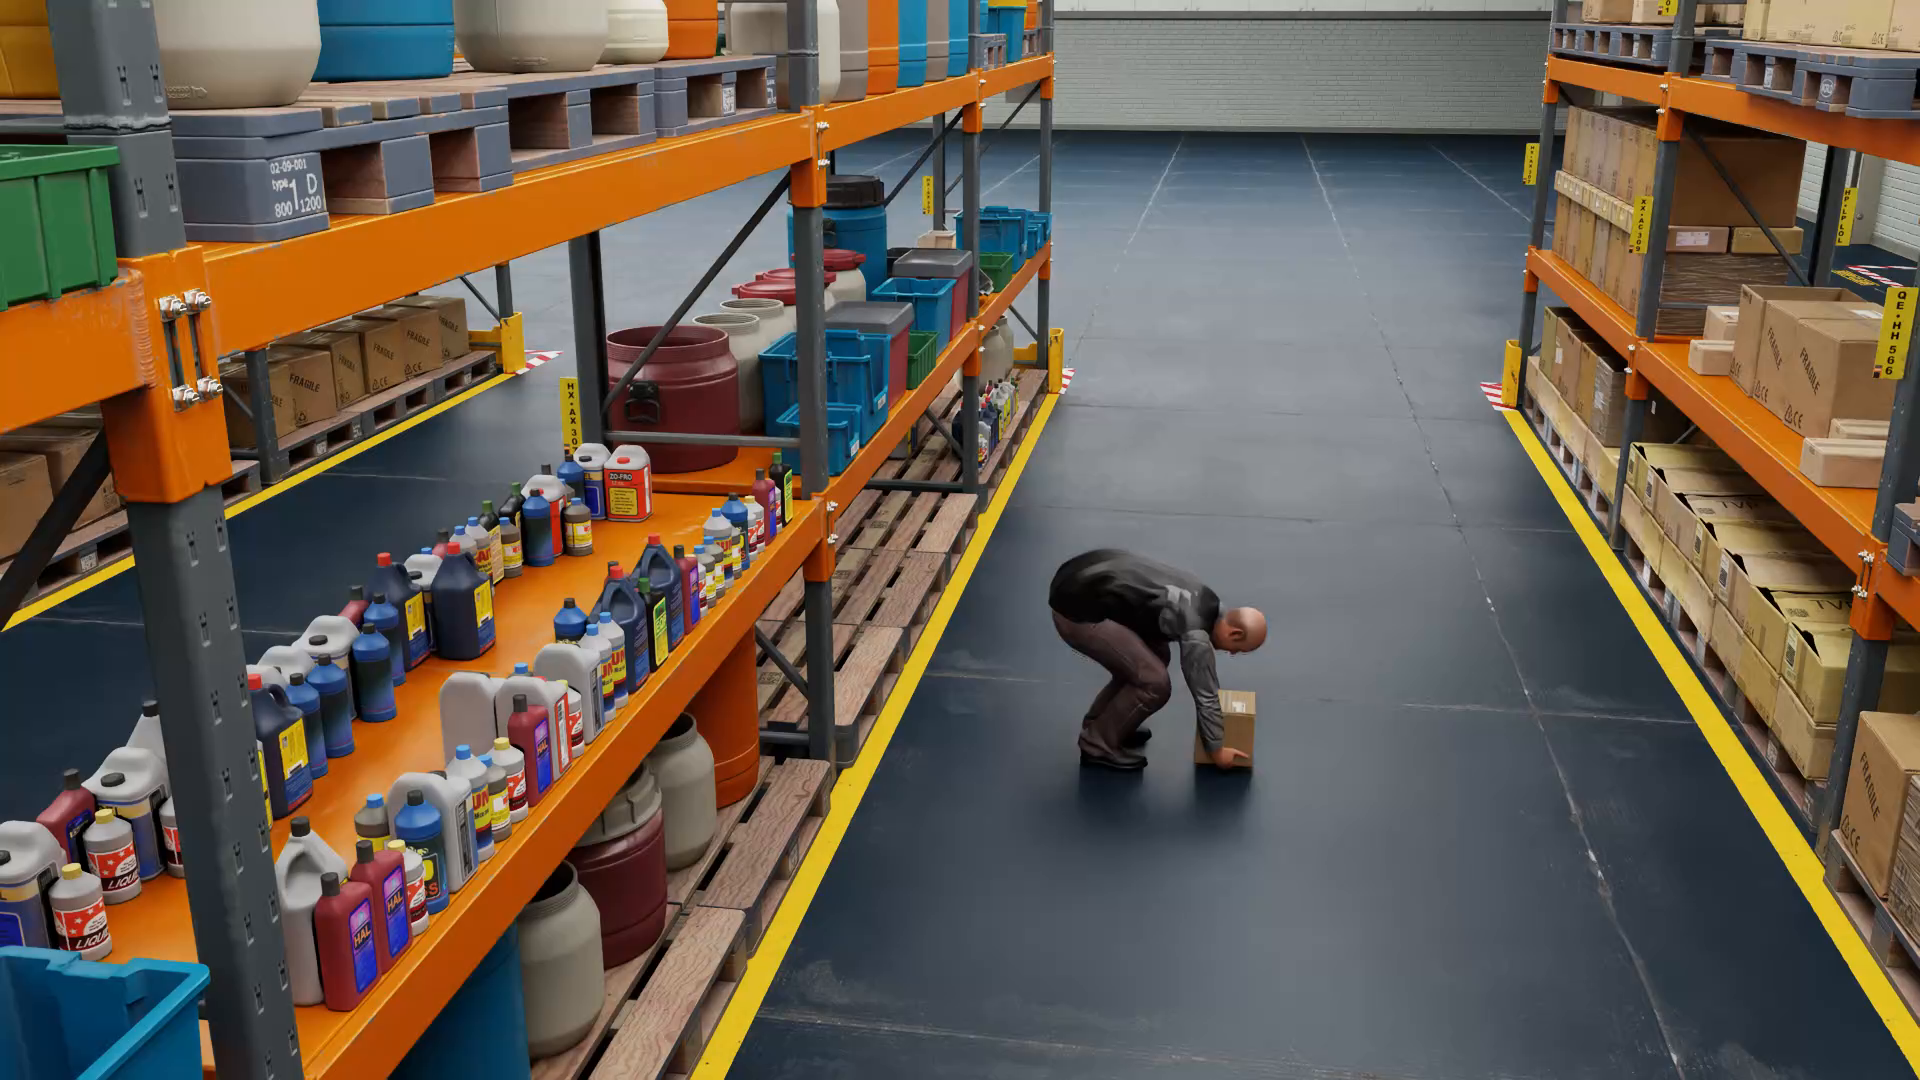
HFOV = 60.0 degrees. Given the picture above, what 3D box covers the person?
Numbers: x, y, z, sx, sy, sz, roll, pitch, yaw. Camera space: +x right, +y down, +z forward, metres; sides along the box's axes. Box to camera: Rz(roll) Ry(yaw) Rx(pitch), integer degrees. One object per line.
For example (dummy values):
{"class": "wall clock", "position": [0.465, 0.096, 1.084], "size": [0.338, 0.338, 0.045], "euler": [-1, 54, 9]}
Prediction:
{"class": "person", "position": [0.857, 0.506, 7.282], "size": [0.945, 0.945, 0.515], "euler": [2, 18, 6]}
